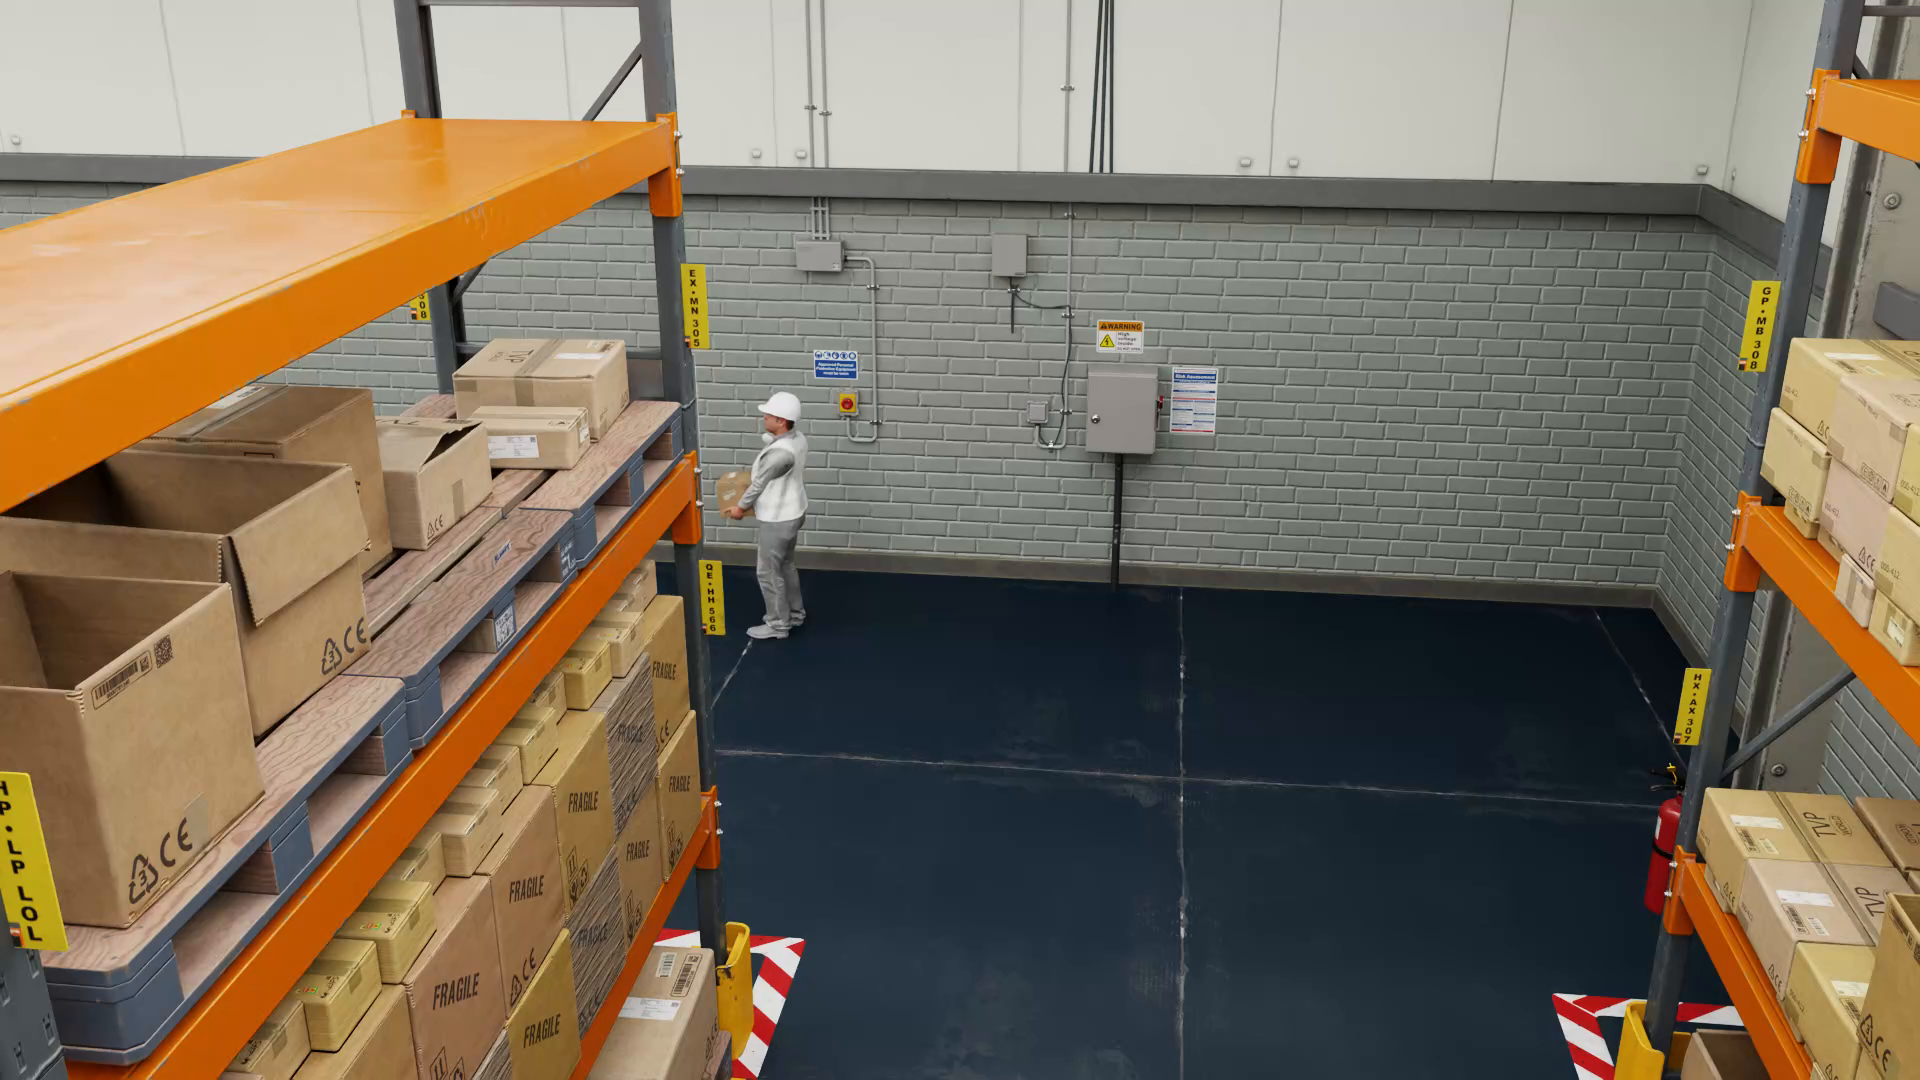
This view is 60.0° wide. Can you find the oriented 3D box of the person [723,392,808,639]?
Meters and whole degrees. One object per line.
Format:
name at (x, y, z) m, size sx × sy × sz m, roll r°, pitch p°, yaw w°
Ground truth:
person at (-1.341, -0.175, 11.513) m, size 0.556 × 1.764 × 0.494 m, roll 3°, pitch 21°, yaw 7°
